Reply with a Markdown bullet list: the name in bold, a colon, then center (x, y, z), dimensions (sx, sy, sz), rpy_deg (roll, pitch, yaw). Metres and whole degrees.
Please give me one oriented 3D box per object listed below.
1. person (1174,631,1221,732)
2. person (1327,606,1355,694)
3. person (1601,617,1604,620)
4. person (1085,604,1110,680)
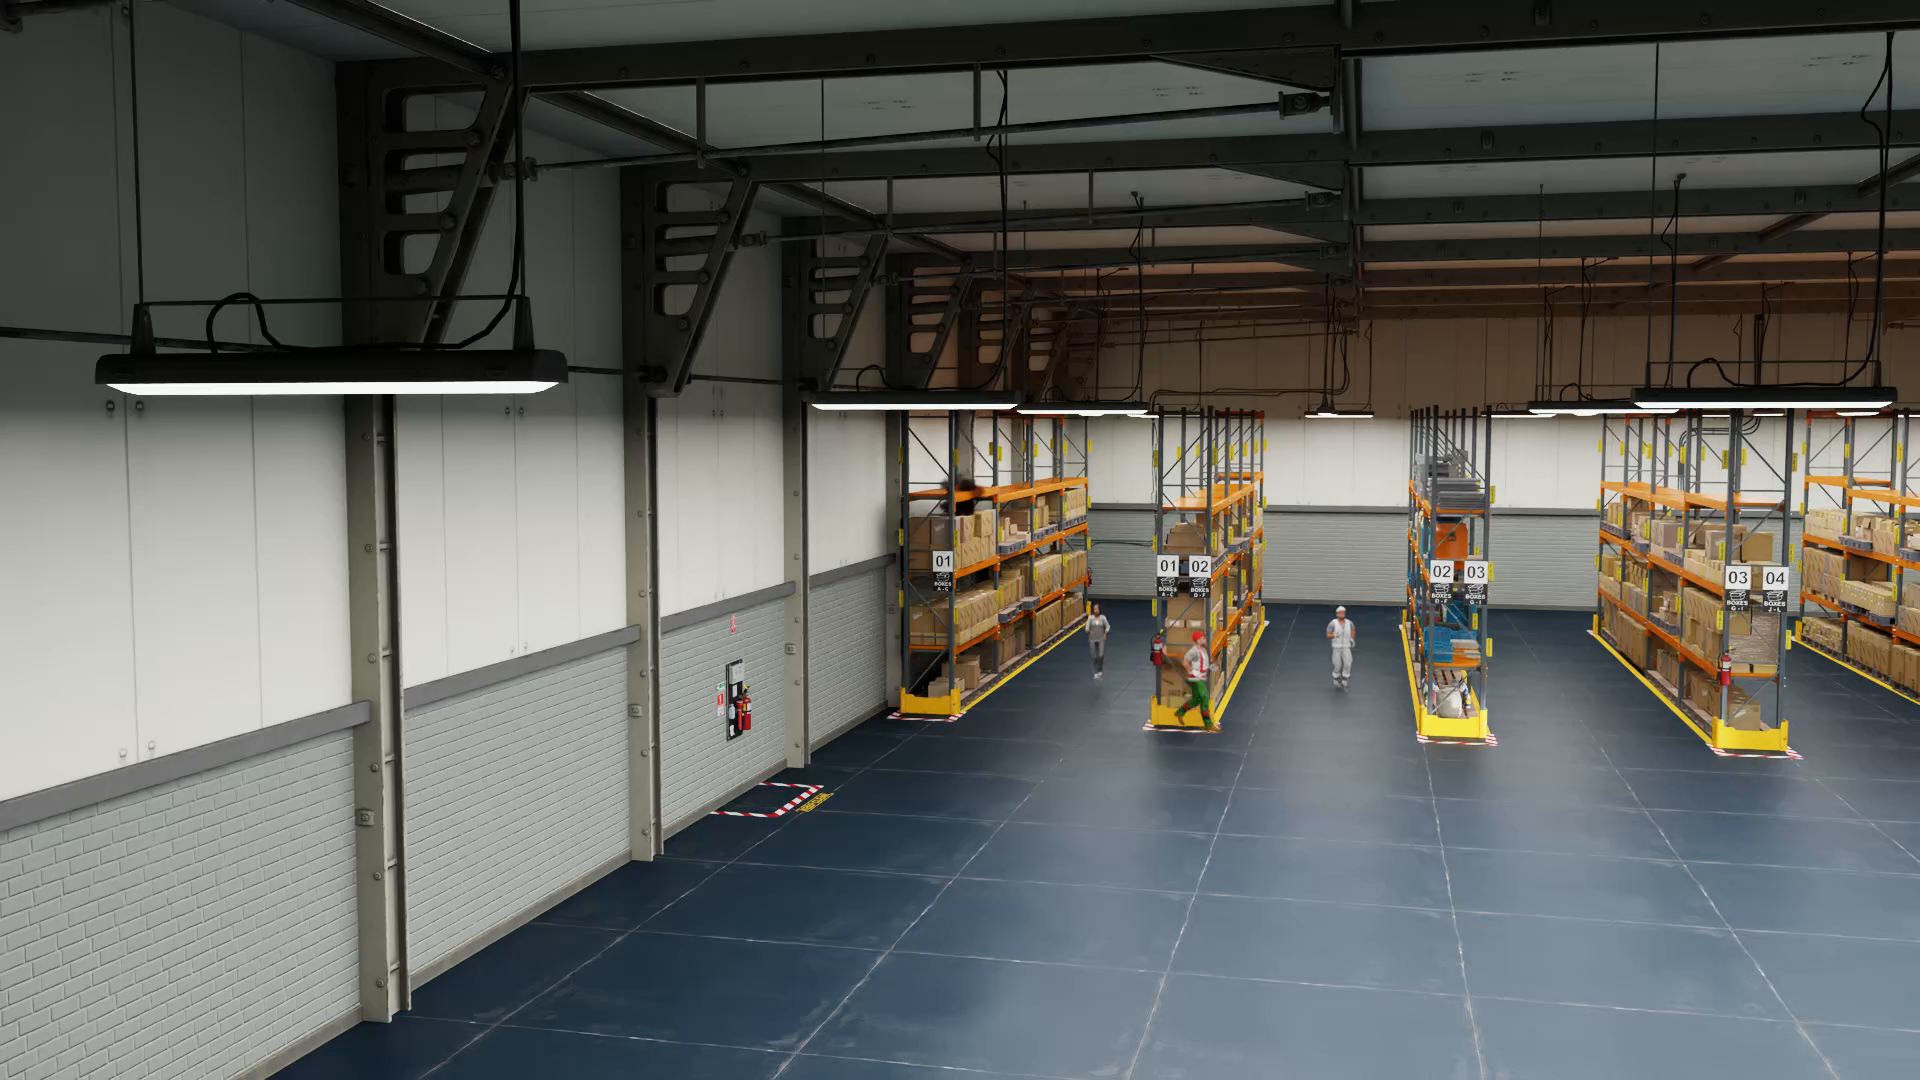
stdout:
- **person**: center (4.262, 2.529, 29.958), dimensions (0.939, 1.782, 0.665), rpy_deg (2, 5, 28)
- **person**: center (8.047, 2.315, 35.056), dimensions (0.632, 1.824, 0.705), rpy_deg (0, 4, 3)
- **person**: center (18.032, 1.646, 45.518), dimensions (0.966, 1.612, 0.597), rpy_deg (2, 4, 22)
- **person**: center (2.886, 2.163, 34.931), dimensions (0.521, 1.576, 0.574), rpy_deg (0, 4, 5)
